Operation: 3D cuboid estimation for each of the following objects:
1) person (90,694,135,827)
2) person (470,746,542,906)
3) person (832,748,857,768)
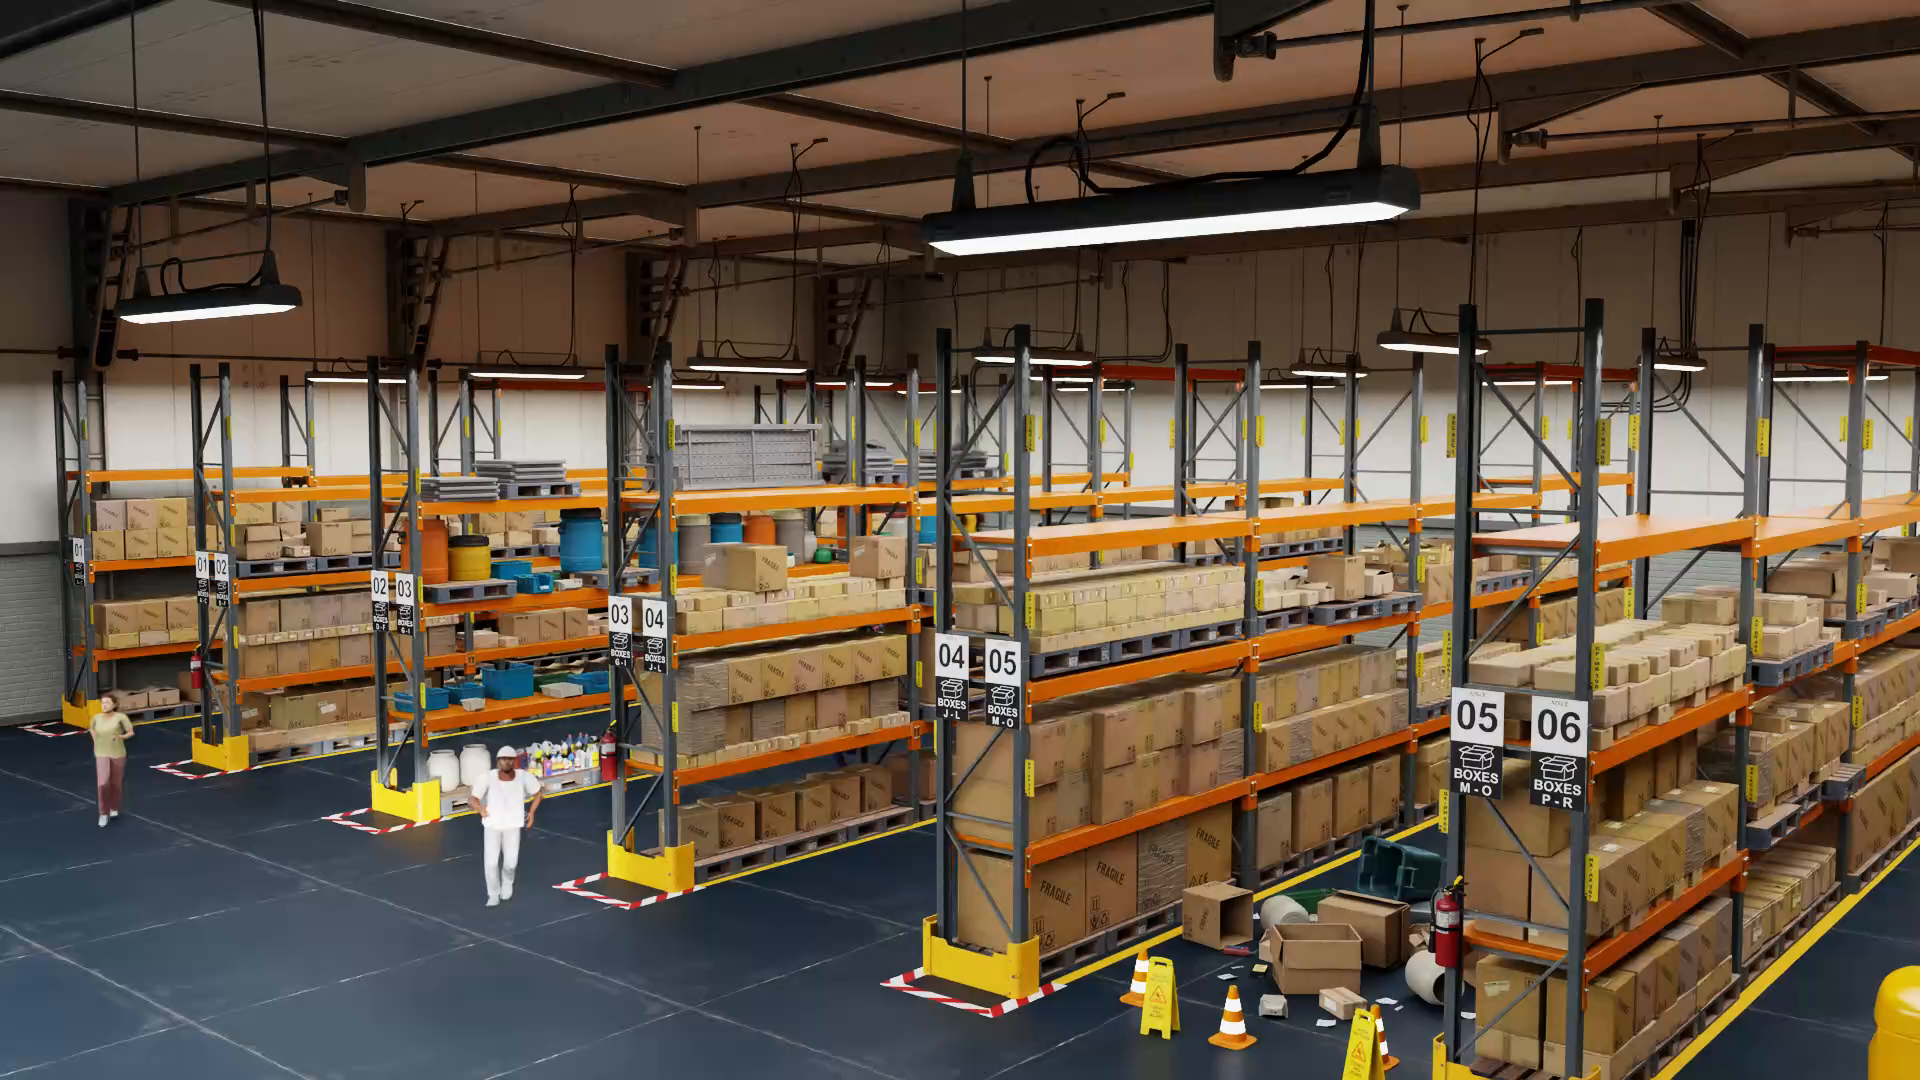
[{"bbox_3d":[-10.861,2.809,21.301,0.547,1.705,0.692,-1,4,-20],"label":"person"},{"bbox_3d":[-4.815,3.033,17.620,0.742,1.709,0.593,-1,4,-11],"label":"person"},{"bbox_3d":[-1.686,2.618,24.166,0.614,1.618,0.578,2,5,31],"label":"person"}]
